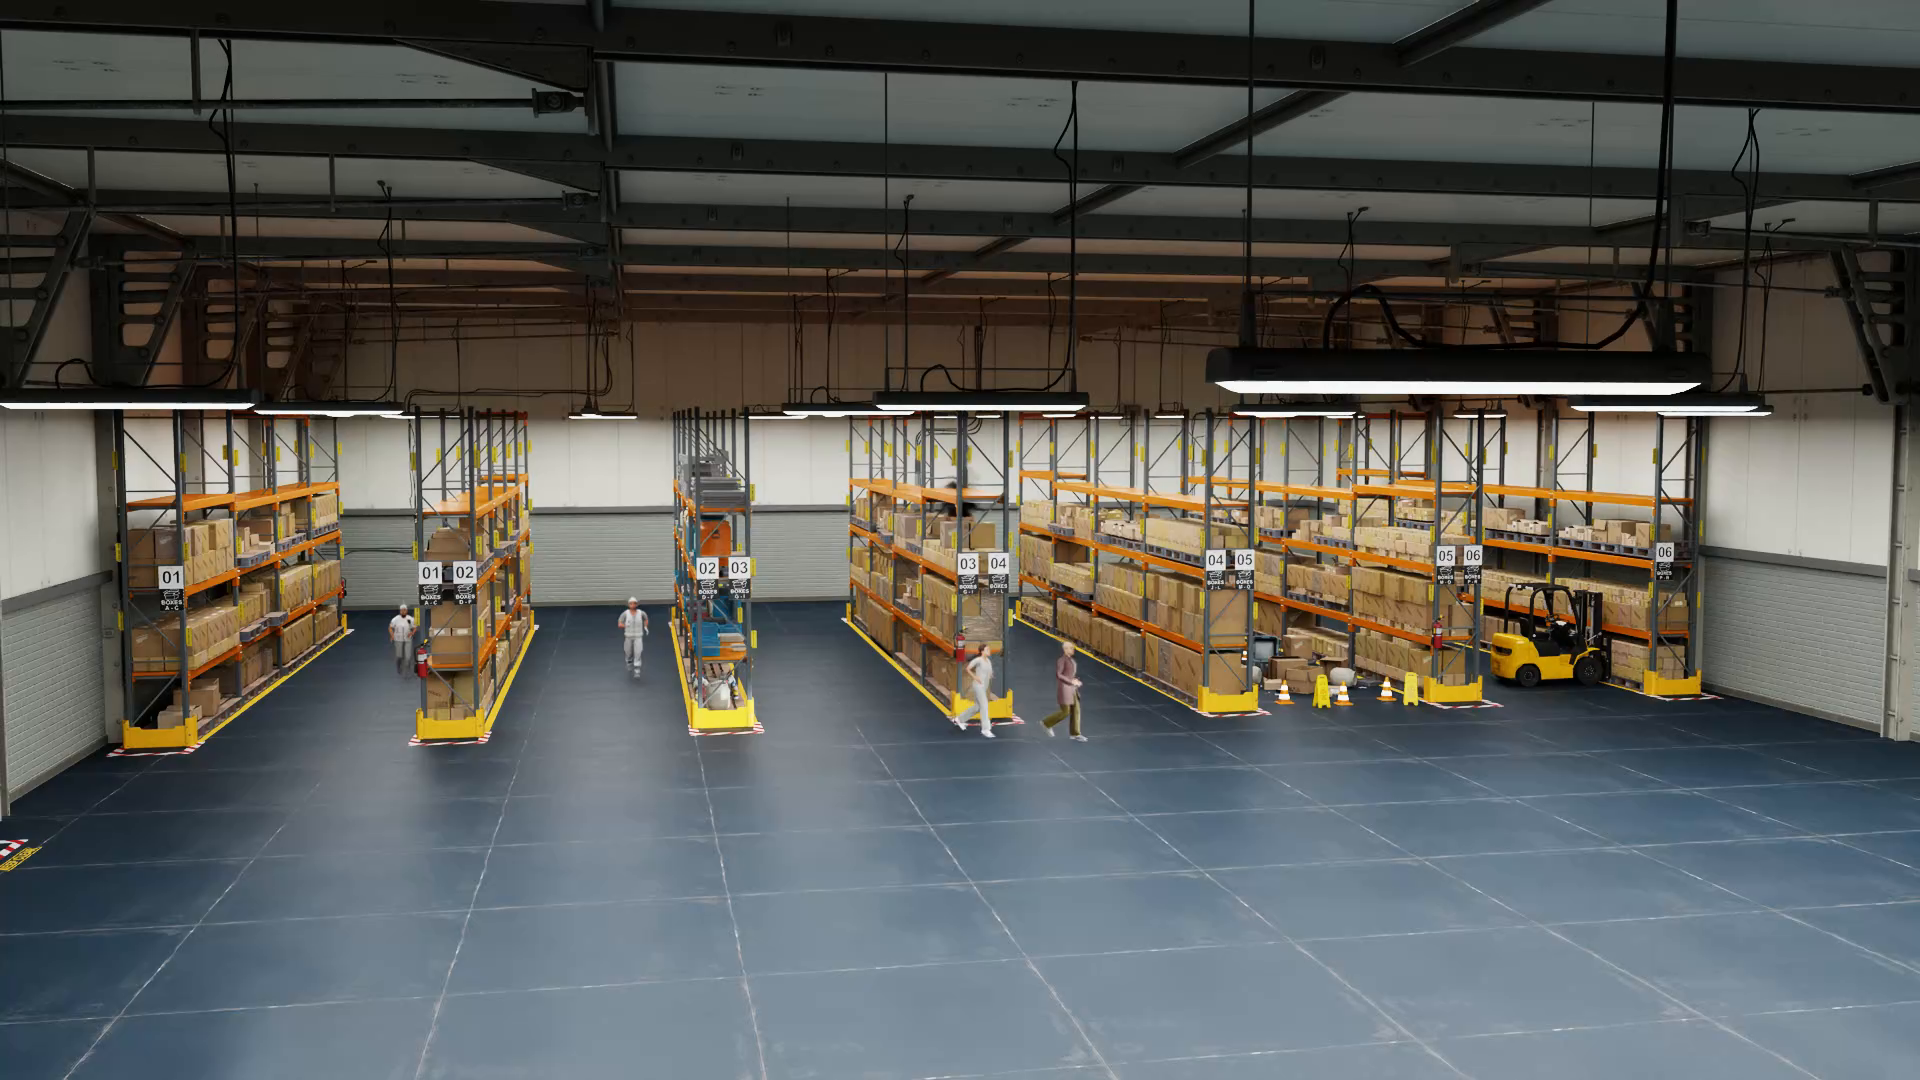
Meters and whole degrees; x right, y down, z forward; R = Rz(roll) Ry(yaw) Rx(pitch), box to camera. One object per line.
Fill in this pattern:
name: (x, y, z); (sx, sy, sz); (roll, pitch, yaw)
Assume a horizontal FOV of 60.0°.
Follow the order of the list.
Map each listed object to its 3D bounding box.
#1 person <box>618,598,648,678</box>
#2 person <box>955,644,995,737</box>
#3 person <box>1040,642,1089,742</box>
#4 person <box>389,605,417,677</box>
person: (-7.292, 2.168, 37.157); (0.668, 1.765, 0.998); (-1, 4, -13)
person: (0.367, 2.741, 30.601); (0.894, 1.681, 0.587); (3, 5, 32)
person: (1.887, 2.738, 29.895); (0.898, 1.744, 0.736); (2, 5, 26)
person: (-12.447, 2.268, 37.192); (0.606, 1.626, 0.537); (-1, 4, -20)
